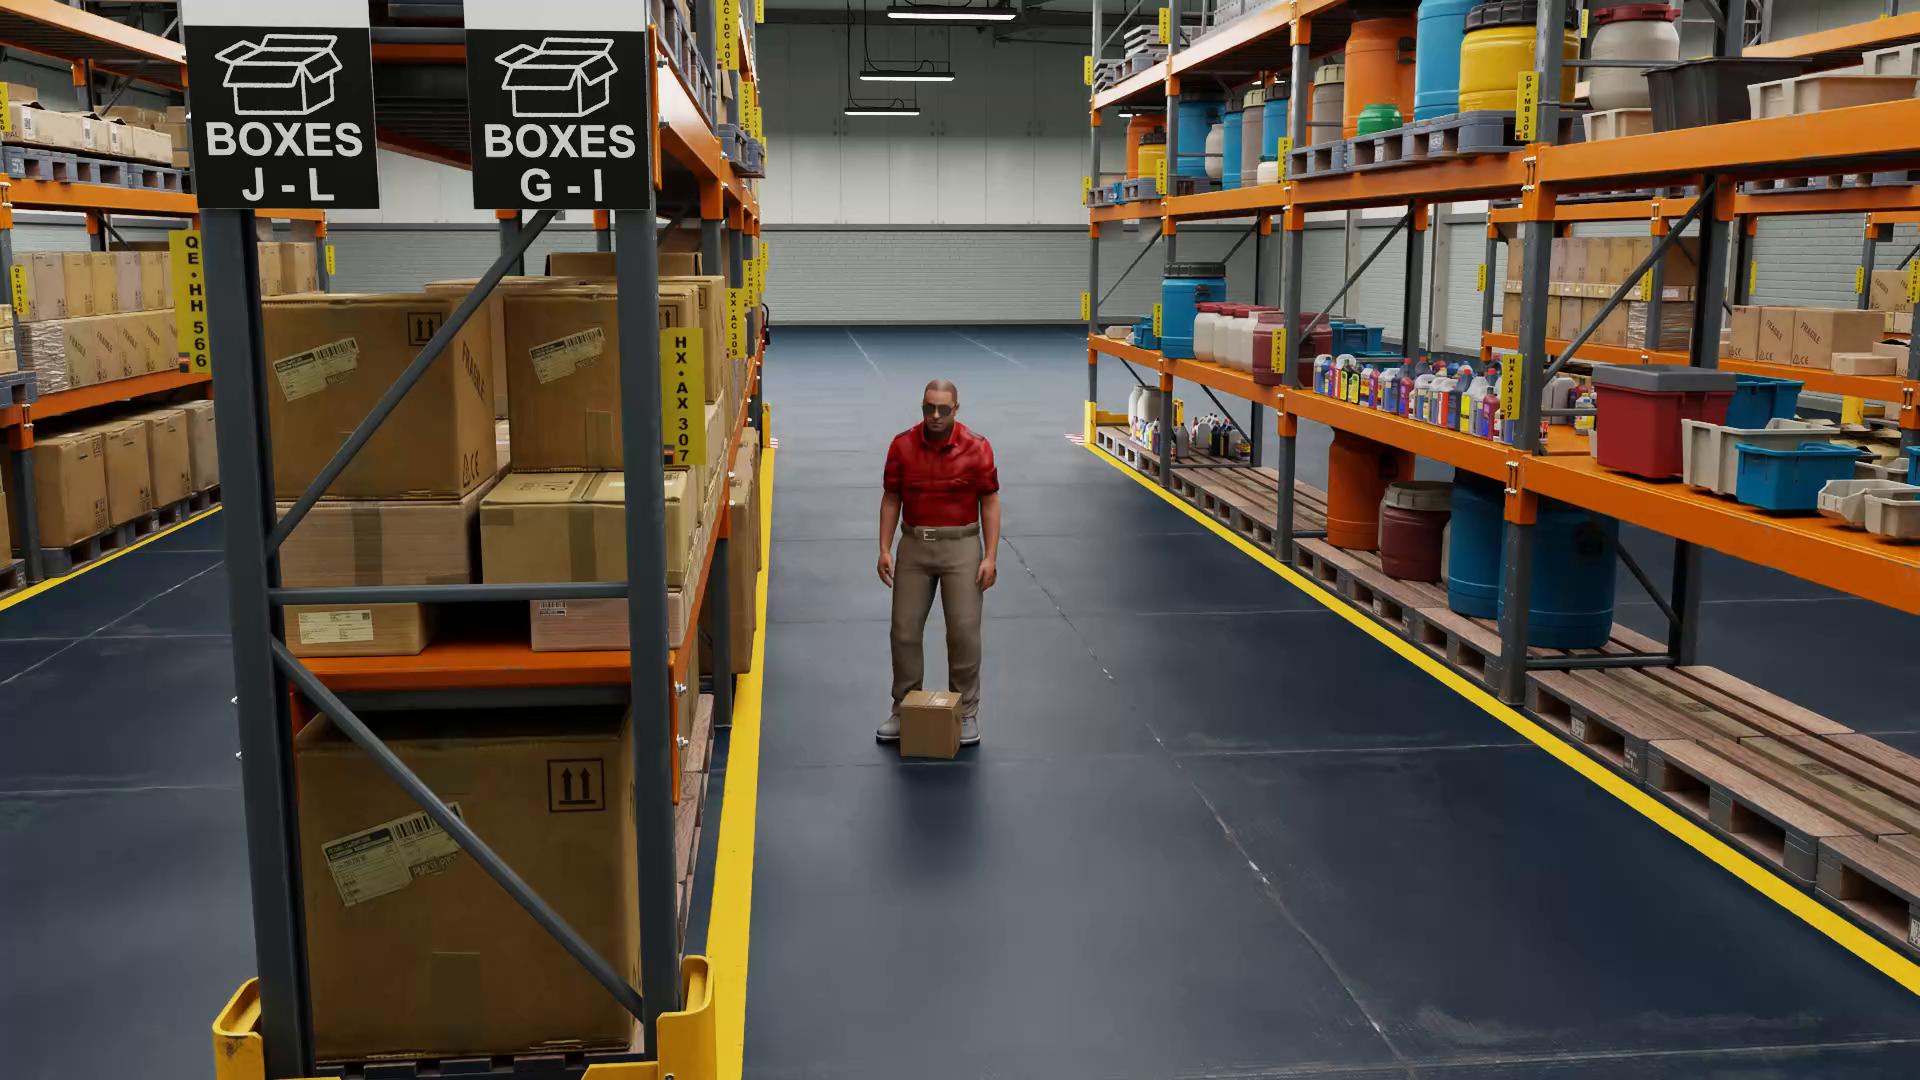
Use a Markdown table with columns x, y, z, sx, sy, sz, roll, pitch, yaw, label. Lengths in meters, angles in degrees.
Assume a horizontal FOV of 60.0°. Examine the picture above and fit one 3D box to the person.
| x | y | z | sx | sy | sz | roll | pitch | yaw | label |
| --- | --- | --- | --- | --- | --- | --- | --- | --- | --- |
| -0.104 | 0.092 | 7.916 | 0.585 | 1.726 | 0.396 | 2 | 10 | 9 | person |
